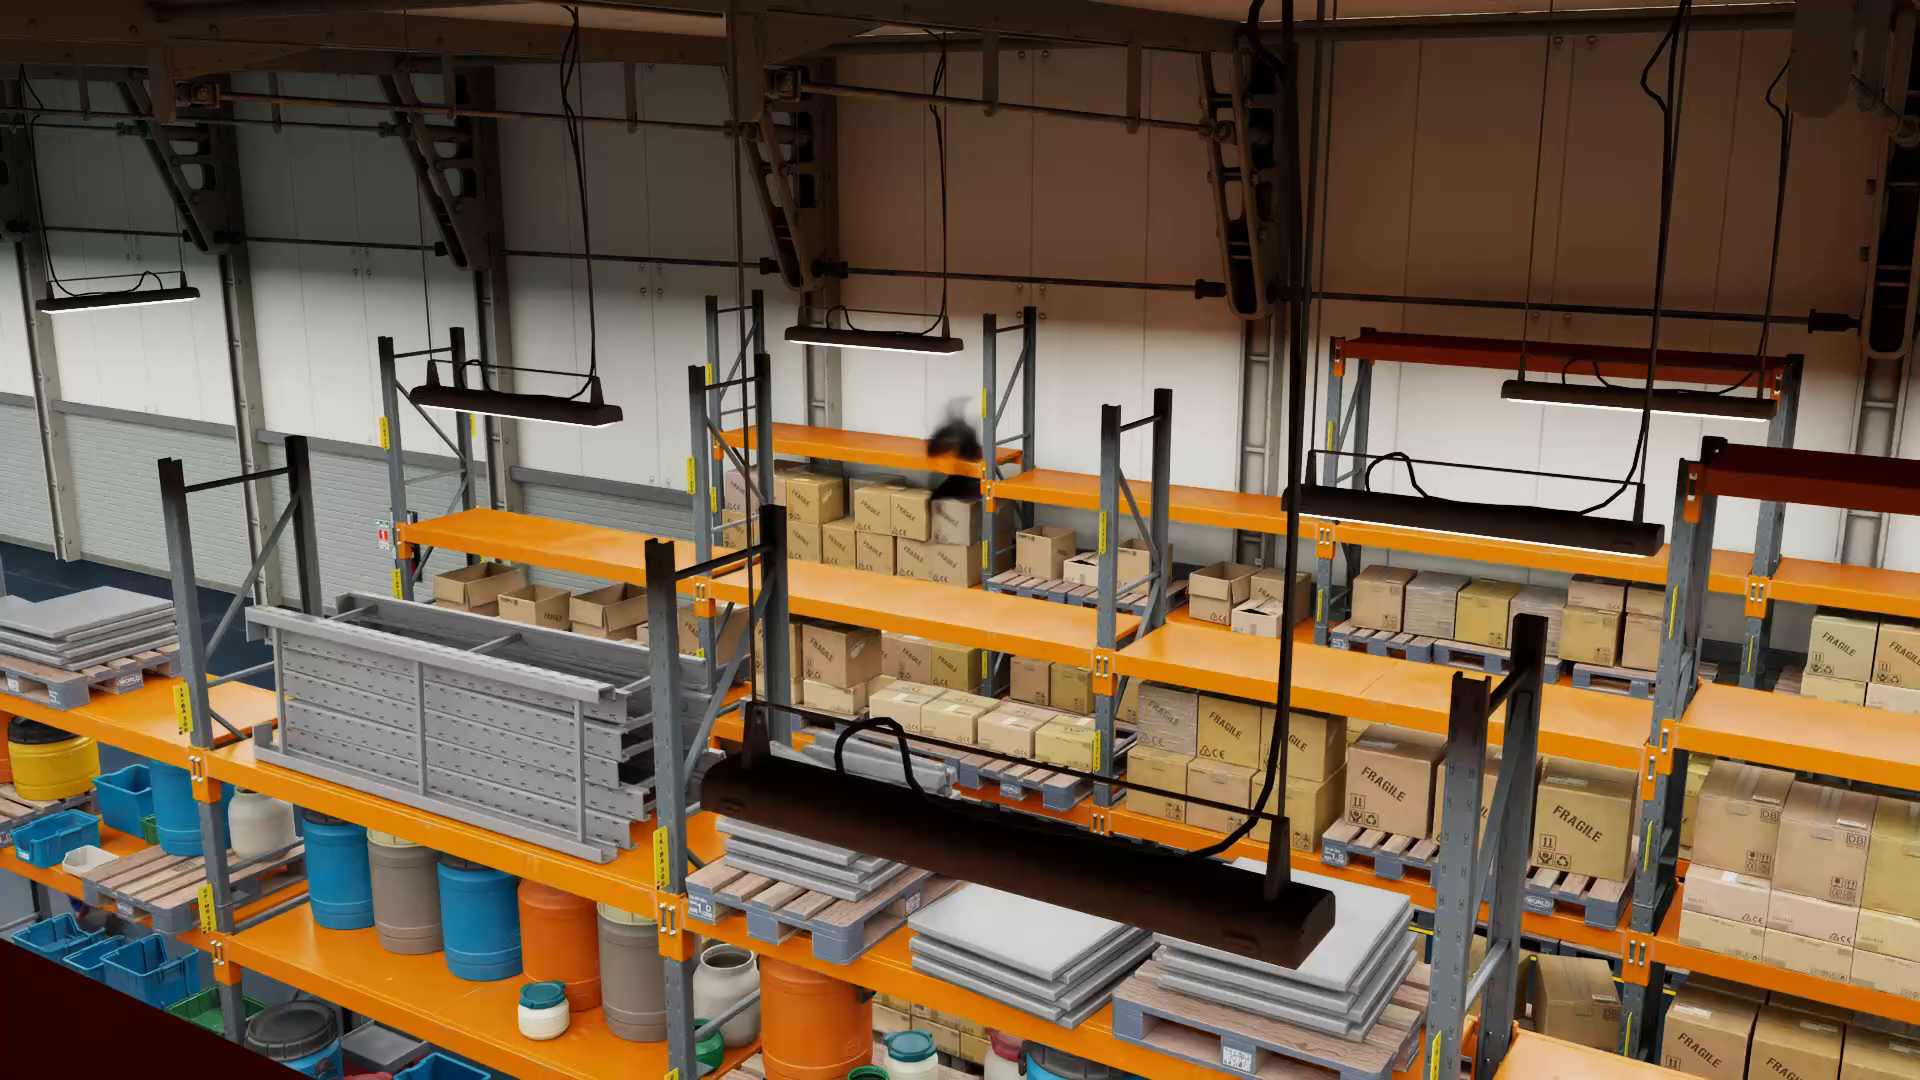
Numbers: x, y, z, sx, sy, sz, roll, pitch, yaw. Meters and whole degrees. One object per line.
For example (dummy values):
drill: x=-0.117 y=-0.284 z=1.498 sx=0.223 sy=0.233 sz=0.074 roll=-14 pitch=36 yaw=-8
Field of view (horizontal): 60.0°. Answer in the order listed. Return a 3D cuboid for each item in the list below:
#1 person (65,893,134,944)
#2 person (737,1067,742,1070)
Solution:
person: x=-8.059 y=3.551 z=15.511 sx=0.887 sy=1.638 sz=0.619 roll=3 pitch=14 yaw=12
person: x=-1.554 y=4.141 z=12.827 sx=0.662 sy=1.739 sz=0.691 roll=4 pitch=14 yaw=17
